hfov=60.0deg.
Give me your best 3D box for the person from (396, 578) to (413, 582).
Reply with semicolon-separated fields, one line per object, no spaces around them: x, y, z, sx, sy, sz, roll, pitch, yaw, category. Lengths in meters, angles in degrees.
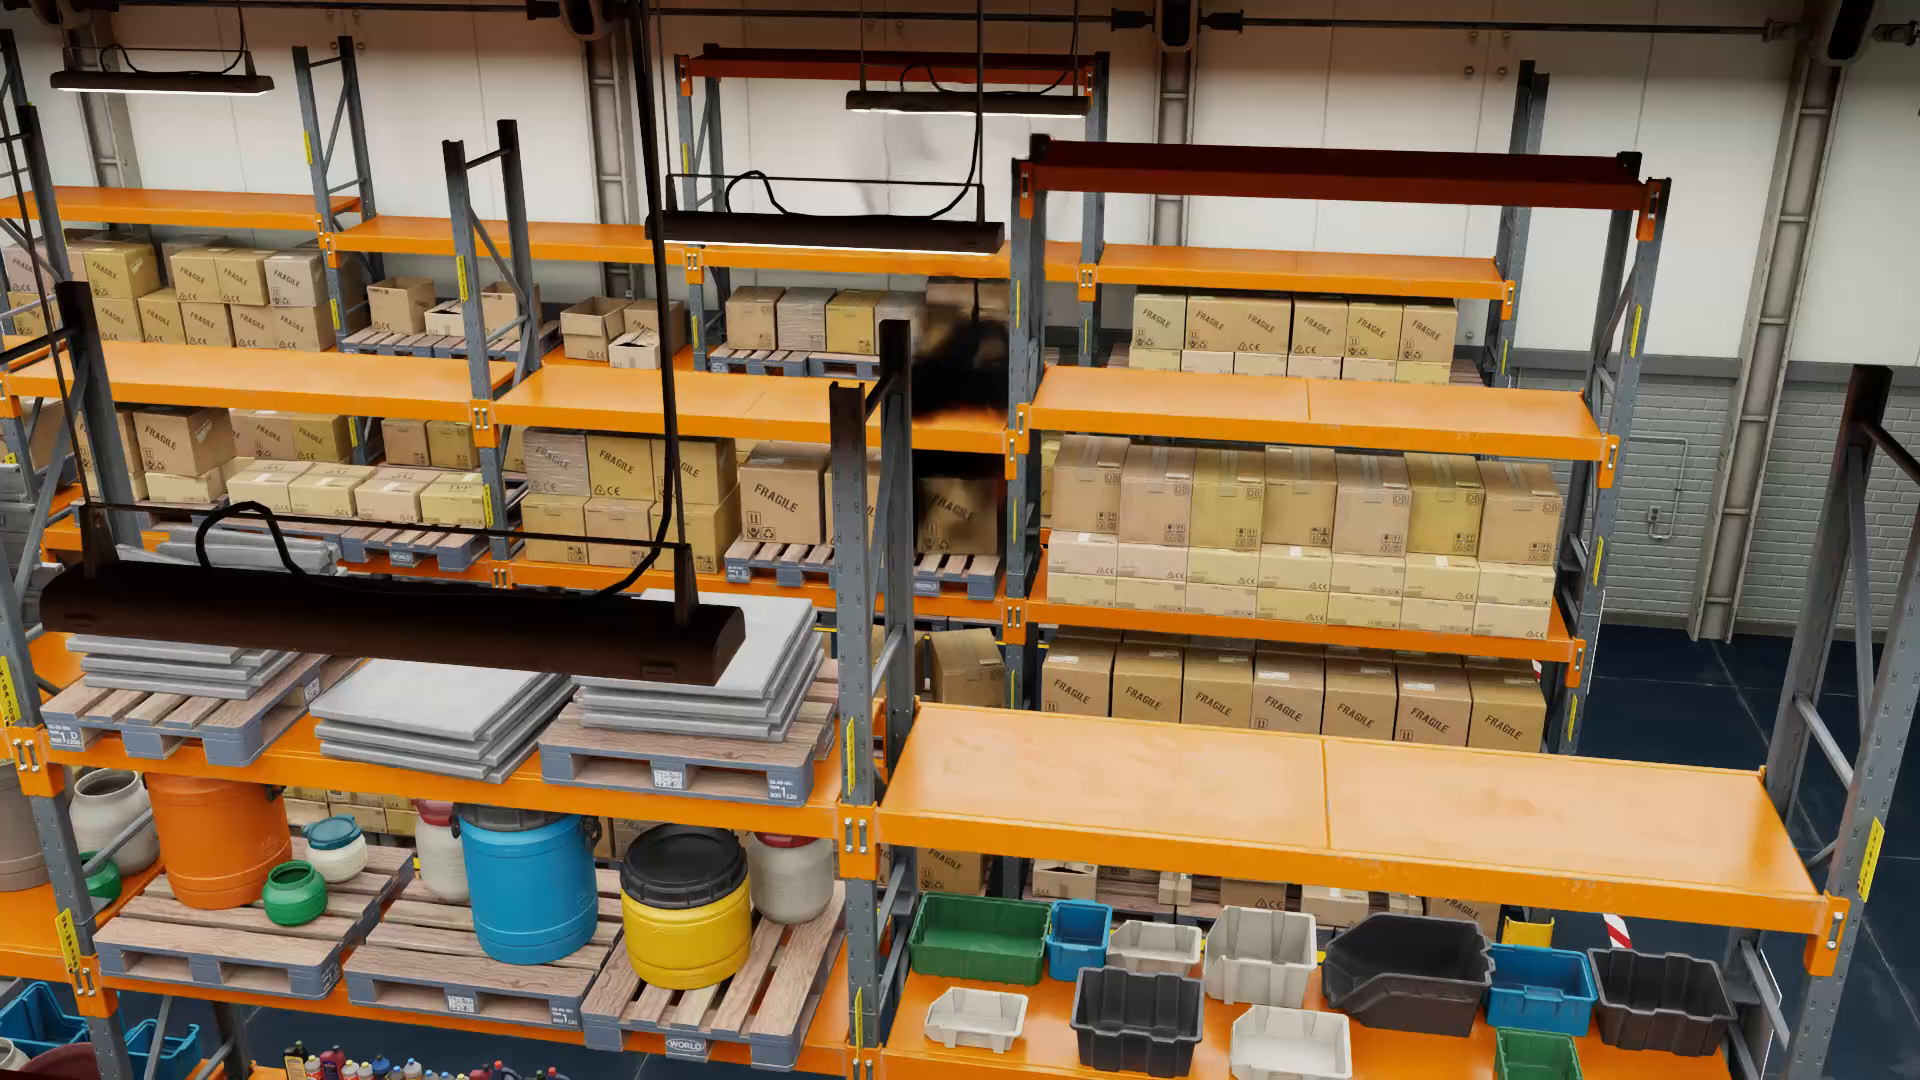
-5.211;1.083;15.831;0.489;1.557;0.545;5;24;12;person
